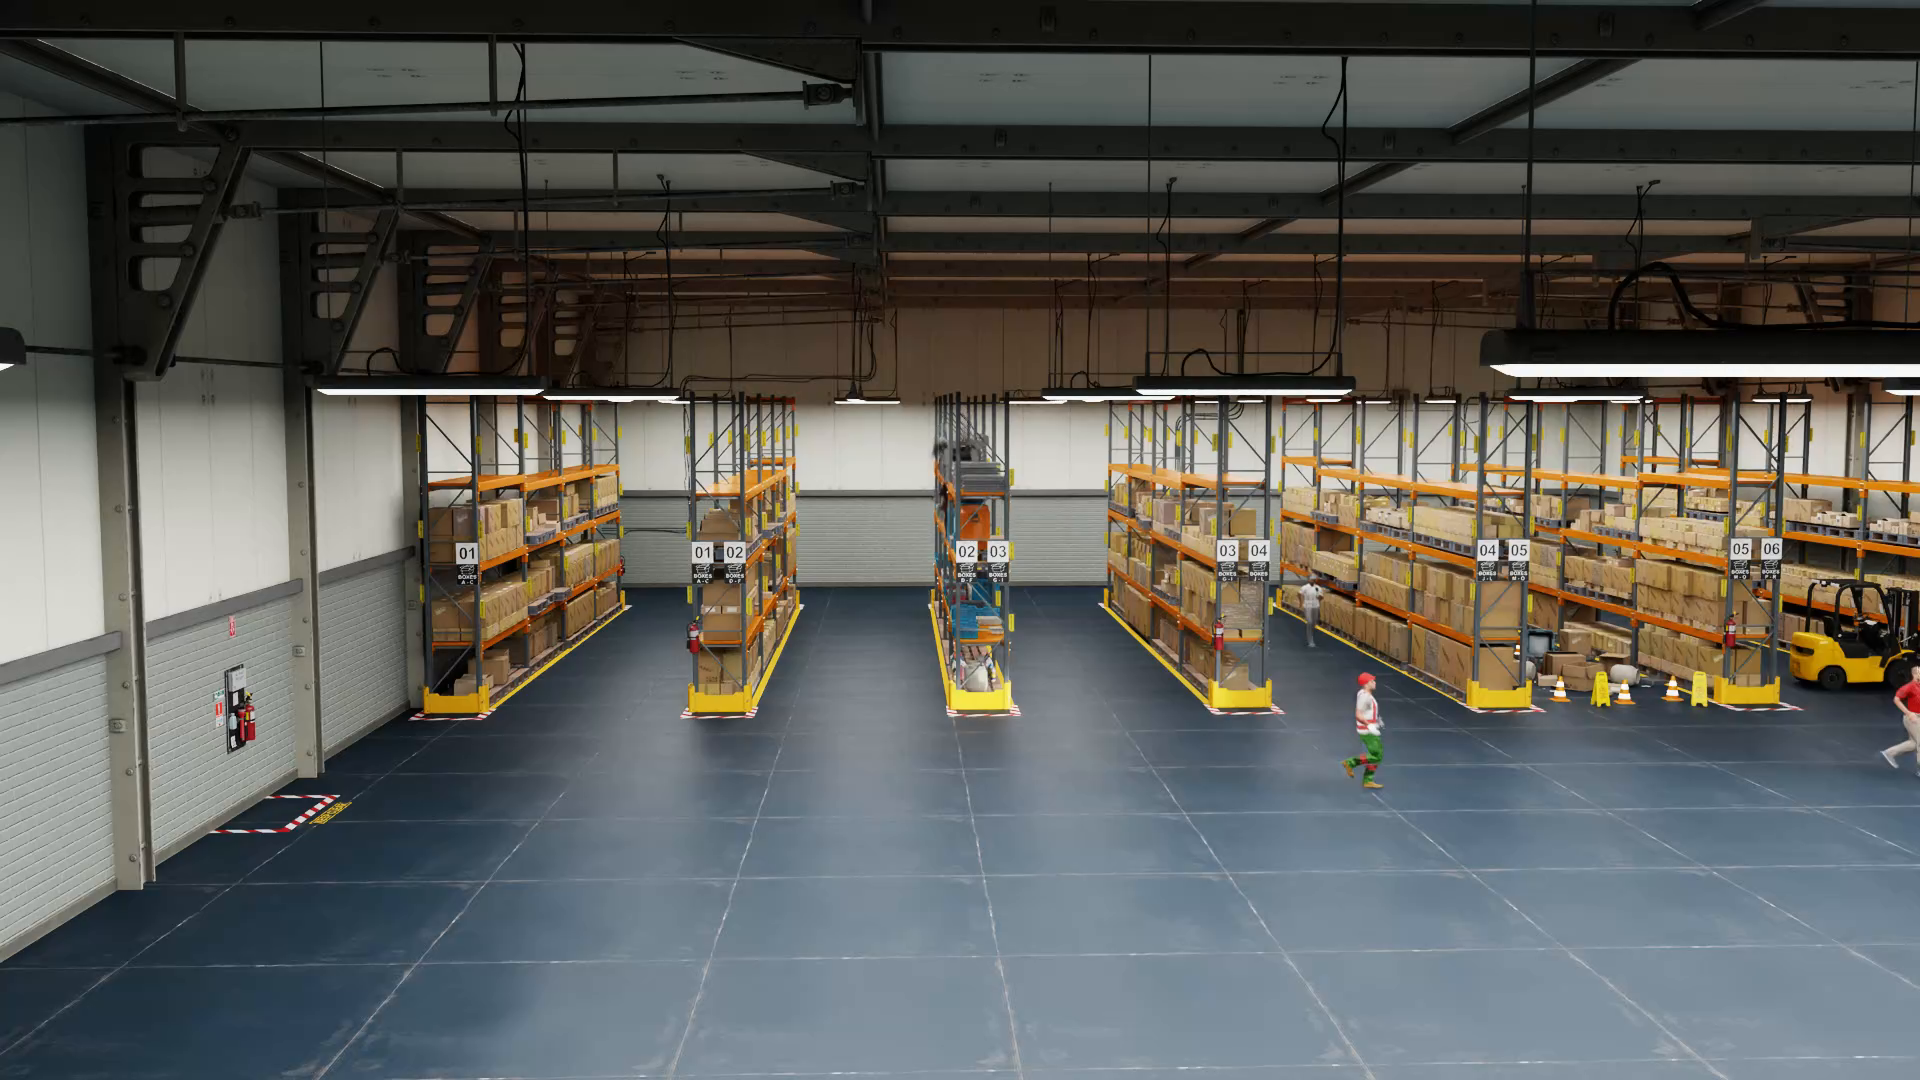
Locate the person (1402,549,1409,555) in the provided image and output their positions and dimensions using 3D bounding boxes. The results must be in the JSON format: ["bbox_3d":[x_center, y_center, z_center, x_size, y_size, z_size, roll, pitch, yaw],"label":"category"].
[{"bbox_3d":[13.197,0.971,49.291,0.555,1.604,0.653,0,5,3],"label":"person"}]

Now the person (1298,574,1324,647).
[{"bbox_3d":[8.449,1.658,39.993,0.562,1.721,0.885,0,5,-6],"label":"person"}]

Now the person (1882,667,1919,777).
[{"bbox_3d":[14.764,2.813,25.738,0.651,1.739,0.876,-4,6,-40],"label":"person"}]

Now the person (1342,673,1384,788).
[{"bbox_3d":[6.062,2.857,24.980,0.606,1.740,0.658,1,5,14],"label":"person"}]
